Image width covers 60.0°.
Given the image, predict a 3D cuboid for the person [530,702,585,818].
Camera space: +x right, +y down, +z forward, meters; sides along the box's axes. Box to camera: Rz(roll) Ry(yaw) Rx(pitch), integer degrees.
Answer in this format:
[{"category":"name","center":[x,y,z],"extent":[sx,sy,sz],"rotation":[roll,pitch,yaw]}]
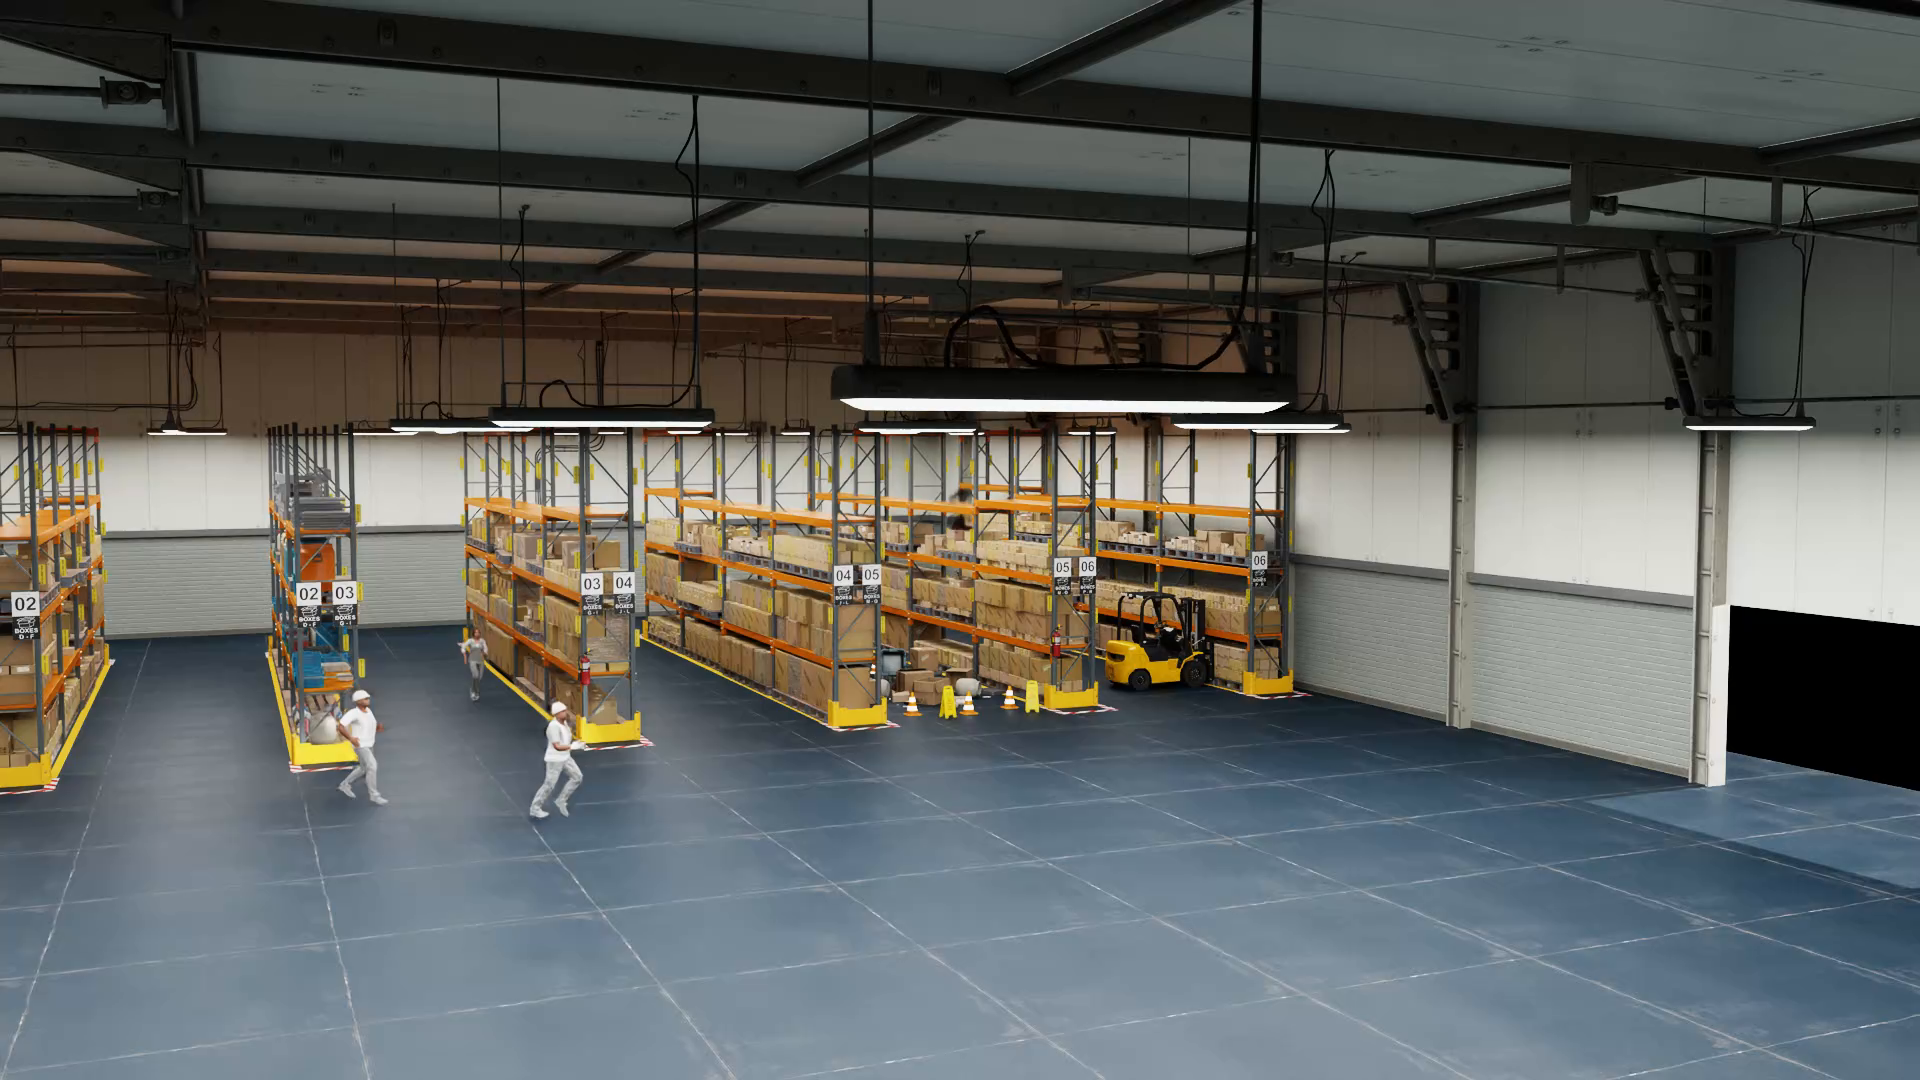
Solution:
[{"category":"person","center":[-6.016,3.300,24.981],"extent":[0.861,1.762,0.699],"rotation":[0,4,6]}]

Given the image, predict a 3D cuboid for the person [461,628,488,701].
[{"category":"person","center":[-10.550,2.706,36.233],"extent":[0.491,1.586,0.656],"rotation":[-2,4,-34]}]

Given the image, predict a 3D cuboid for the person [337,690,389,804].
[{"category":"person","center":[-9.362,3.234,26.044],"extent":[0.852,1.776,0.694],"rotation":[0,3,4]}]
